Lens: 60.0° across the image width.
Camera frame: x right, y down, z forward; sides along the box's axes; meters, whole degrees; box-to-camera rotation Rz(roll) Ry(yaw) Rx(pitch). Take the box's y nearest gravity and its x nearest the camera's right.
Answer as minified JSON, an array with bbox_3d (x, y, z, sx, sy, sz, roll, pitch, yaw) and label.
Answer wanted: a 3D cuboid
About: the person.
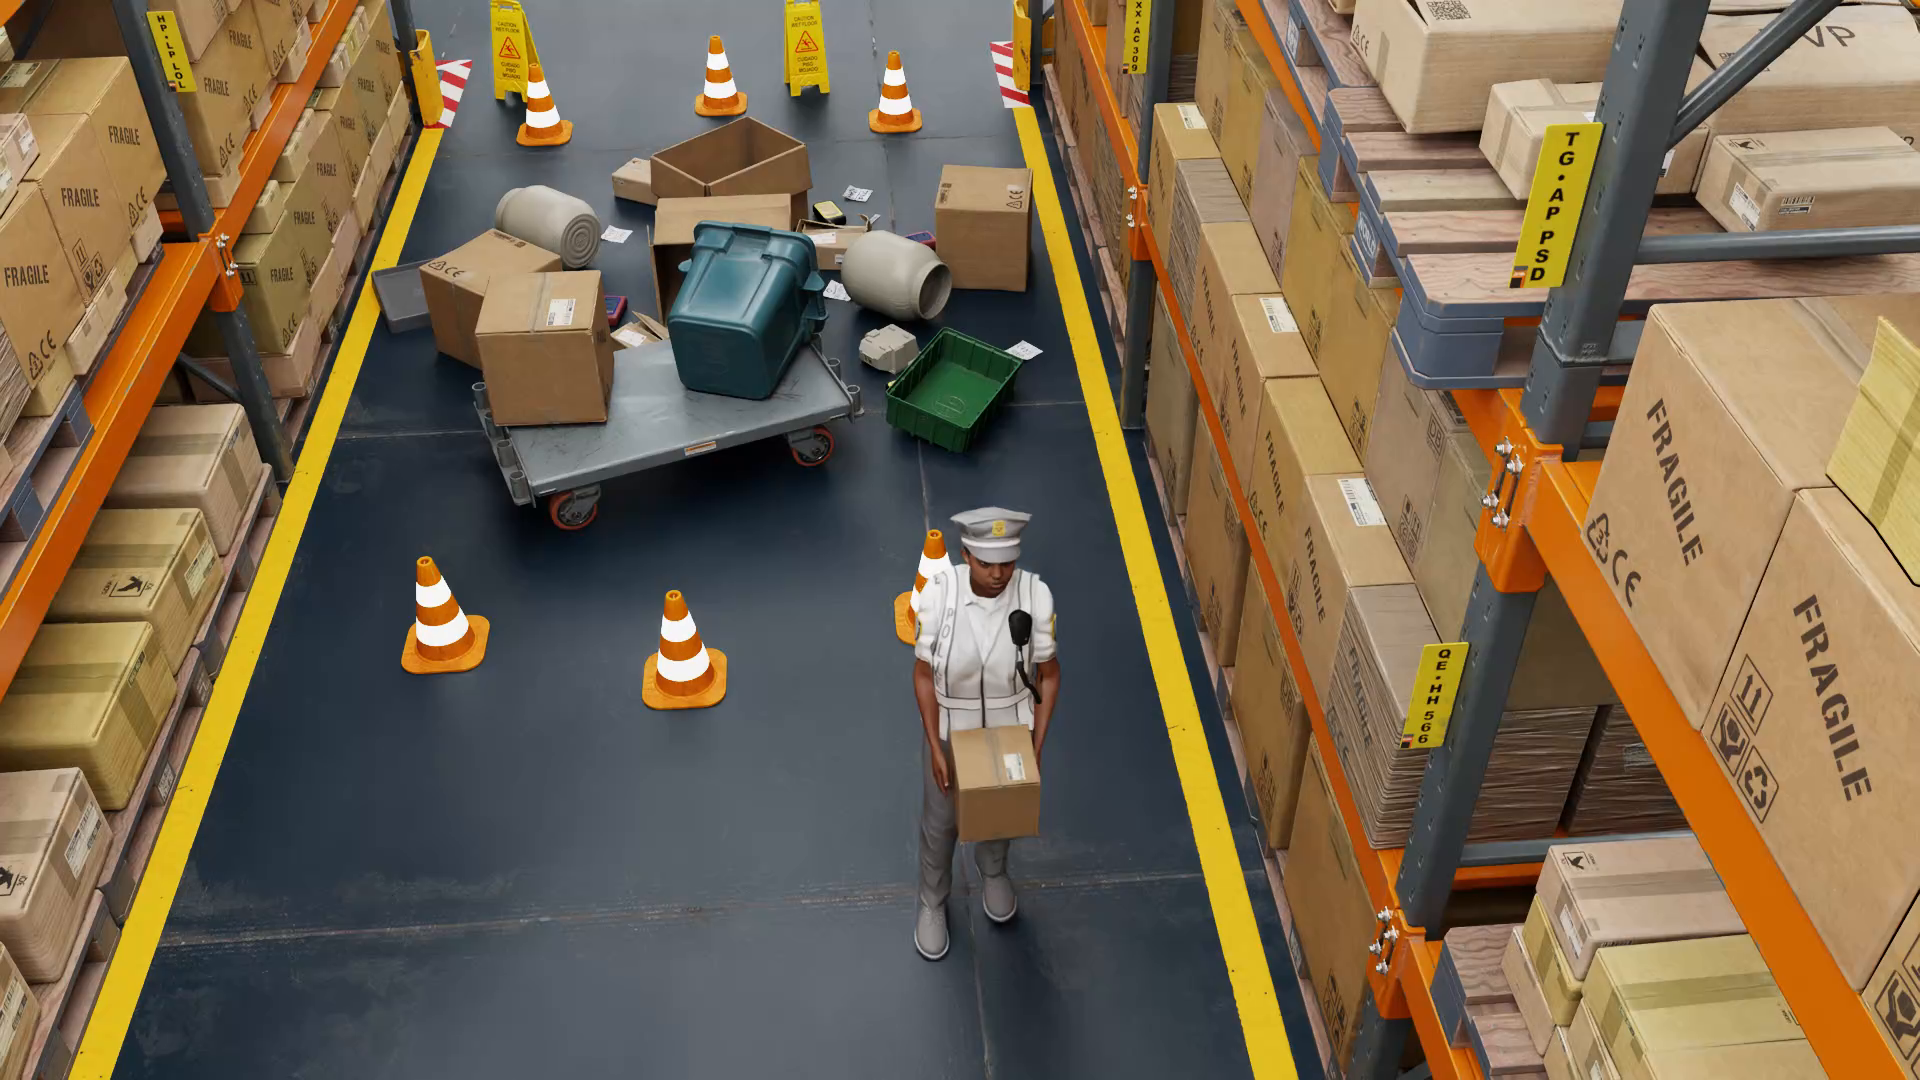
[{"bbox_3d":[0.077,0.623,5.358,0.495,1.702,0.489,-3,39,-4],"label":"person"}]
